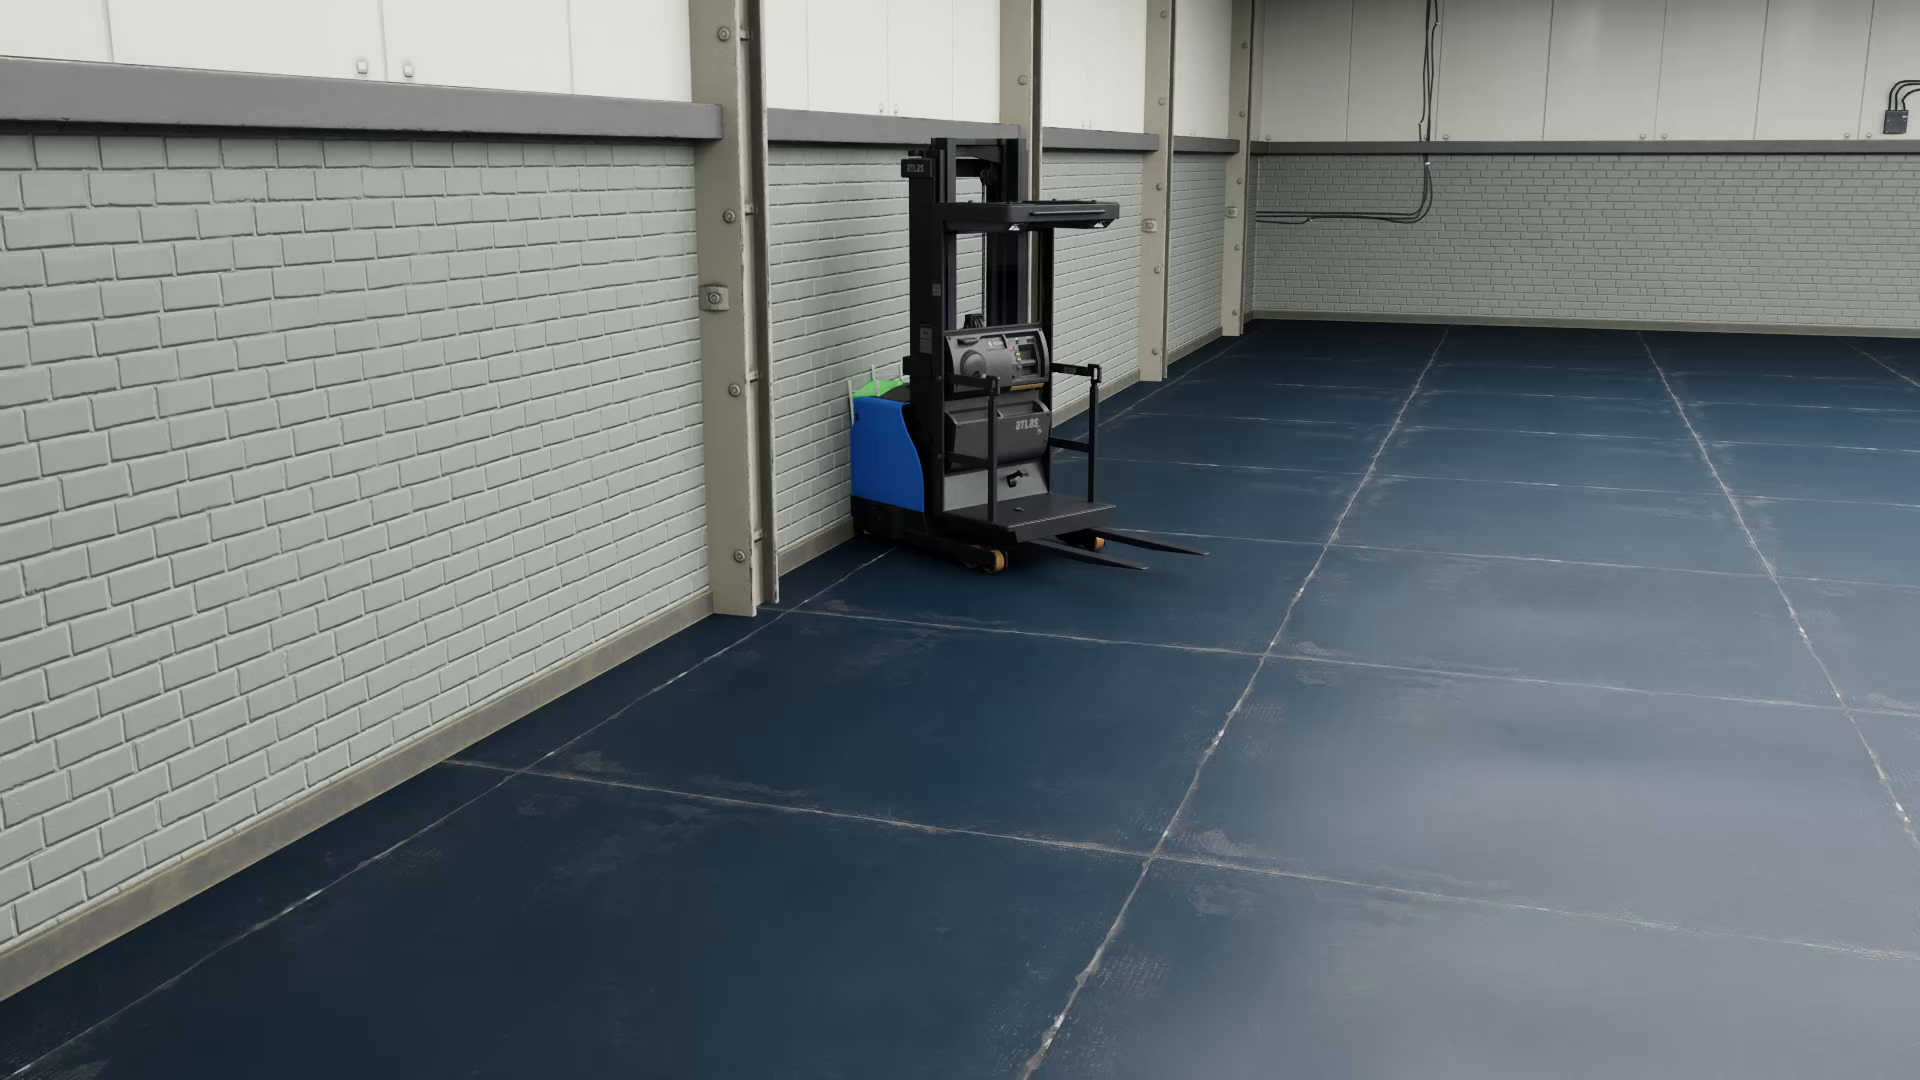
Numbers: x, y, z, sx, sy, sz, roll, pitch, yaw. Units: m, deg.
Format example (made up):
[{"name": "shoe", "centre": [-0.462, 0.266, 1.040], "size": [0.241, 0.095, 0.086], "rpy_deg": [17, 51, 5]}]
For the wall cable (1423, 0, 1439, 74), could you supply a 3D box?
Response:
[{"name": "wall cable", "centre": [9.211, -9.030, 27.455], "size": [3.097, 2.526, 0.112], "rpy_deg": [4, 14, 18]}]

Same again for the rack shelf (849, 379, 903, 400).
[{"name": "rack shelf", "centre": [-0.627, -1.087, 12.563], "size": [0.258, 0.148, 0.480], "rpy_deg": [2, 20, 18]}]

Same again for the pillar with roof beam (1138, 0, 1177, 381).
[{"name": "pillar with roof beam", "centre": [6.579, -6.178, 19.331], "size": [9.100, 9.000, 0.400], "rpy_deg": [4, 14, 18]}]

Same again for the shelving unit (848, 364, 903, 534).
[{"name": "shelving unit", "centre": [-0.593, -0.694, 12.697], "size": [0.258, 1.200, 0.503], "rpy_deg": [2, 20, 18]}]

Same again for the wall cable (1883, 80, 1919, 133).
[{"name": "wall cable", "centre": [15.629, -9.247, 25.137], "size": [2.305, 6.003, 0.169], "rpy_deg": [4, 14, 18]}]

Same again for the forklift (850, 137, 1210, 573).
[{"name": "forklift", "centre": [0.414, -1.325, 11.708], "size": [1.130, 2.935, 3.031], "rpy_deg": [-11, 17, -40]}]

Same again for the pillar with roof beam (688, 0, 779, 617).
[{"name": "pillar with roof beam", "centre": [2.697, -3.651, 8.261], "size": [9.100, 9.000, 0.400], "rpy_deg": [4, 14, 18]}]

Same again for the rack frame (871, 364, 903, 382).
[{"name": "rack frame", "centre": [-0.518, -0.775, 12.914], "size": [0.240, 1.200, 0.015], "rpy_deg": [2, 20, 18]}]

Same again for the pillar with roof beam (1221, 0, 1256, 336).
[{"name": "pillar with roof beam", "centre": [8.521, -7.441, 24.866], "size": [9.100, 9.000, 0.400], "rpy_deg": [4, 14, 18]}]

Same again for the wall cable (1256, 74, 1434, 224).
[{"name": "wall cable", "centre": [6.652, -6.762, 28.870], "size": [3.097, 2.526, 0.112], "rpy_deg": [4, 14, 18]}]

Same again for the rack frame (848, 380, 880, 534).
[{"name": "rack frame", "centre": [-0.668, -0.614, 12.479], "size": [0.240, 1.200, 0.015], "rpy_deg": [2, 20, 18]}]

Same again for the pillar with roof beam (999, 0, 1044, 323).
[{"name": "pillar with roof beam", "centre": [4.638, -4.914, 13.796], "size": [9.100, 9.000, 0.400], "rpy_deg": [4, 14, 18]}]
